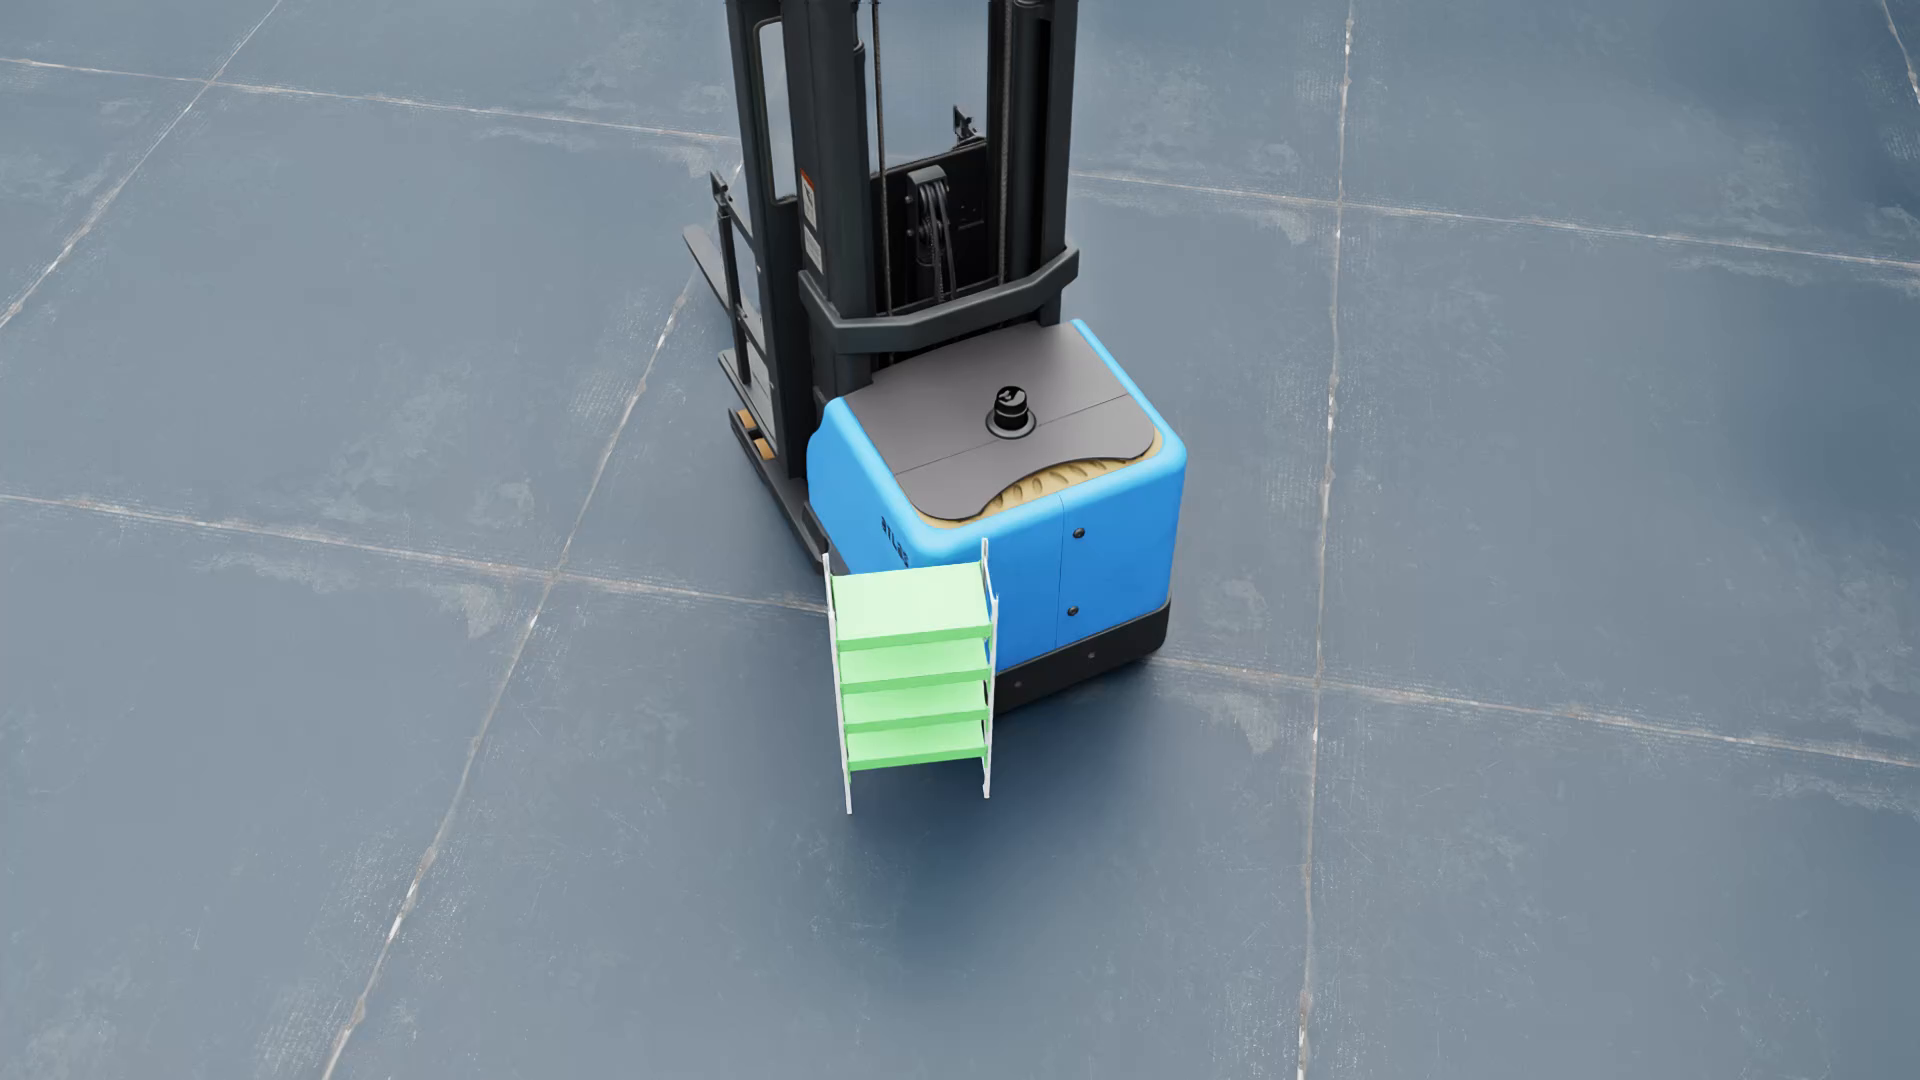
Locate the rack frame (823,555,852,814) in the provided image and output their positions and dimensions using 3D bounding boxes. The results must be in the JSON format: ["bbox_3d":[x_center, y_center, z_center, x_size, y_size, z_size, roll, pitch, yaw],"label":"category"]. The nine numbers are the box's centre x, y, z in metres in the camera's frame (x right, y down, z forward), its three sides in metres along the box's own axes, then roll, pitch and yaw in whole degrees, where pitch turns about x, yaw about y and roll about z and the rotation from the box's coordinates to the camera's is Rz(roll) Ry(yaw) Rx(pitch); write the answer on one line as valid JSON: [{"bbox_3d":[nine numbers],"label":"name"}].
[{"bbox_3d":[-0.398,0.505,5.449,0.015,1.200,0.240,-6,53,-5],"label":"rack frame"}]

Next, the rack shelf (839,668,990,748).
[{"bbox_3d":[-0.157,0.519,5.522,0.480,0.148,0.258,-6,53,-5],"label":"rack shelf"}]

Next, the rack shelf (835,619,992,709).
[{"bbox_3d":[-0.154,0.373,5.331,0.480,0.148,0.258,-6,53,-5],"label":"rack shelf"}]

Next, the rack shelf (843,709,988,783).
[{"bbox_3d":[-0.159,0.665,5.712,0.480,0.148,0.258,-6,53,-5],"label":"rack shelf"}]

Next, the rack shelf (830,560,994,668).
[{"bbox_3d":[-0.152,0.227,5.141,0.480,0.148,0.258,-6,53,-5],"label":"rack shelf"}]

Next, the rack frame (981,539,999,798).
[{"bbox_3d":[0.086,0.456,5.492,0.015,1.200,0.240,-6,53,-5],"label":"rack frame"}]

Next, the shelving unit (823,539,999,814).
[{"bbox_3d":[-0.156,0.481,5.471,0.503,1.200,0.258,-6,53,-5],"label":"shelving unit"}]

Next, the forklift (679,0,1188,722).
[{"bbox_3d":[-0.327,-1.381,5.993,1.130,2.935,3.031,-21,51,-17],"label":"forklift"}]
